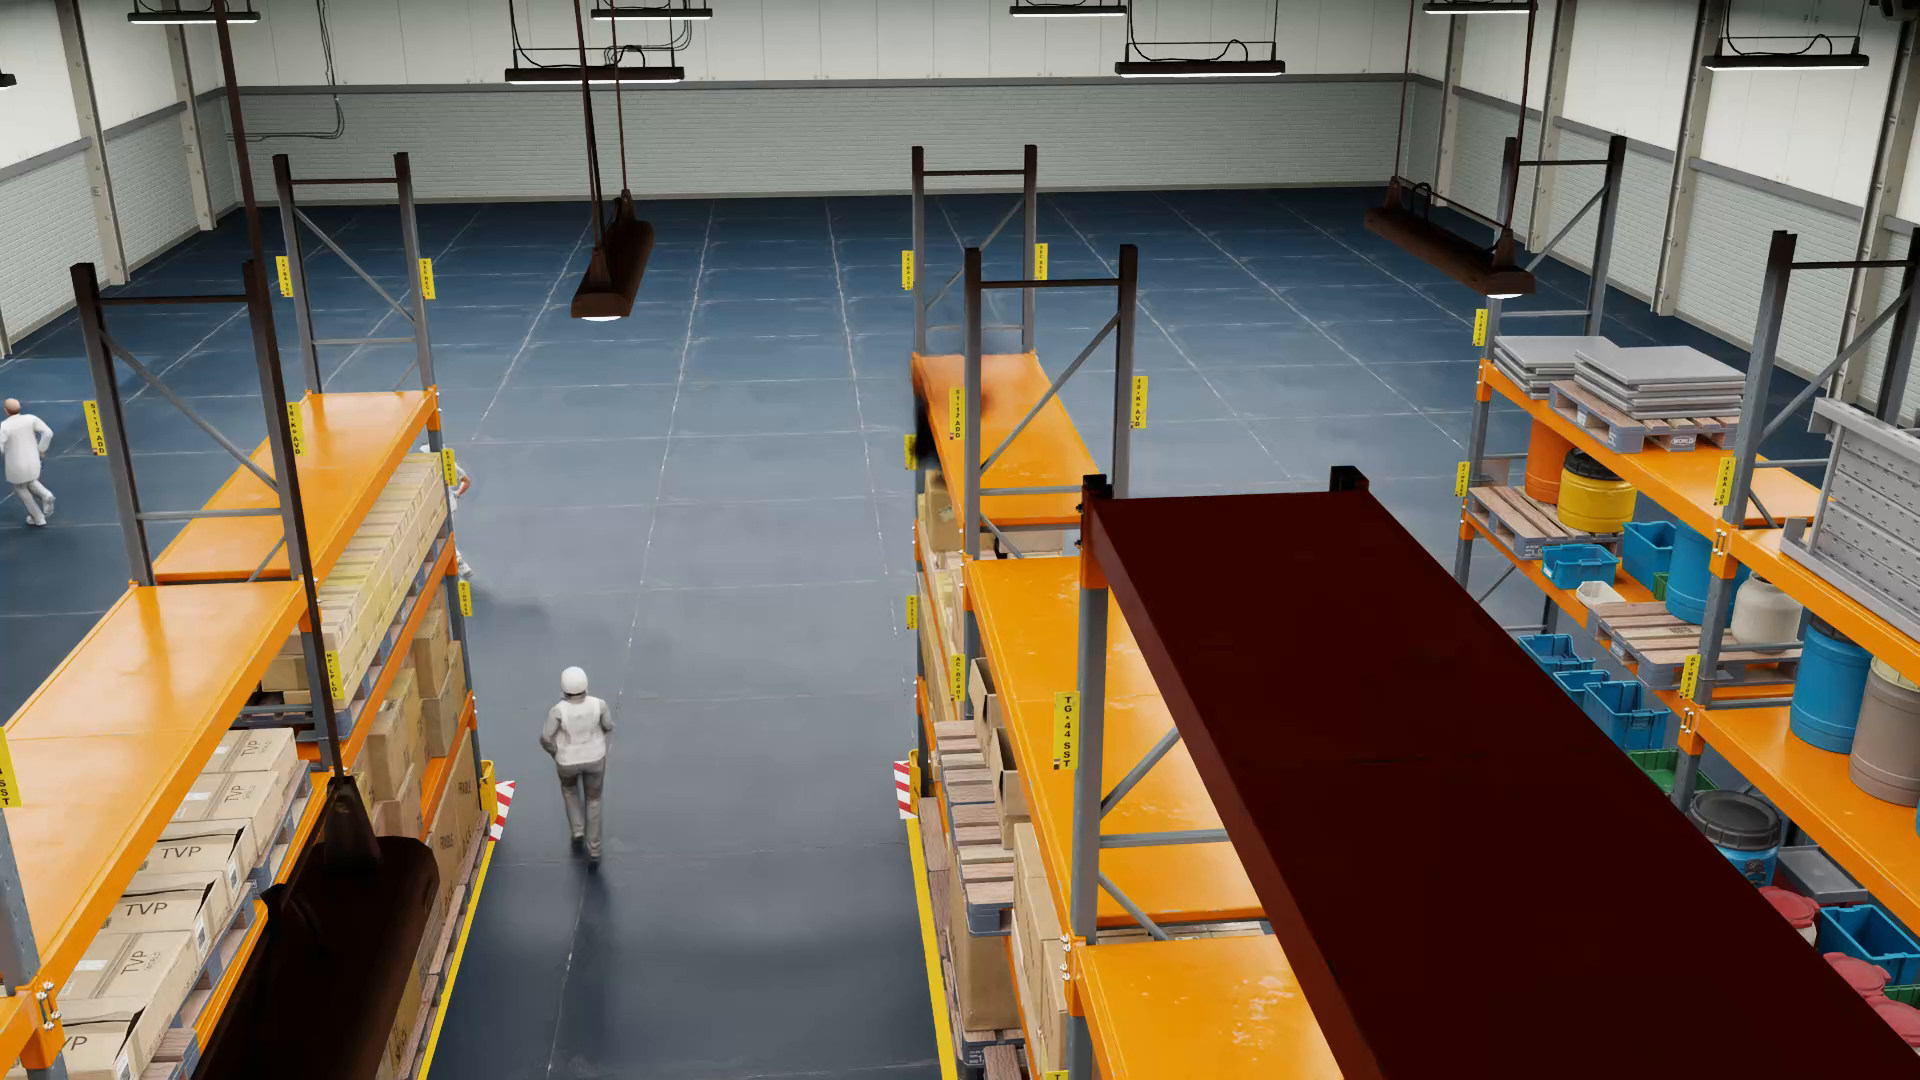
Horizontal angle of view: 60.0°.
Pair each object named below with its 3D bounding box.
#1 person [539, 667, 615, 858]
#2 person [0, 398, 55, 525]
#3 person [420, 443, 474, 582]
[{"bbox_3d":[-3.298,1.910,14.433,0.637,1.826,0.713,-5,22,-14],"label":"person"},{"bbox_3d":[-12.346,-1.038,21.927,0.632,1.733,0.710,15,26,33],"label":"person"},{"bbox_3d":[-6.247,-0.329,19.973,0.902,1.777,0.667,10,24,24],"label":"person"}]
